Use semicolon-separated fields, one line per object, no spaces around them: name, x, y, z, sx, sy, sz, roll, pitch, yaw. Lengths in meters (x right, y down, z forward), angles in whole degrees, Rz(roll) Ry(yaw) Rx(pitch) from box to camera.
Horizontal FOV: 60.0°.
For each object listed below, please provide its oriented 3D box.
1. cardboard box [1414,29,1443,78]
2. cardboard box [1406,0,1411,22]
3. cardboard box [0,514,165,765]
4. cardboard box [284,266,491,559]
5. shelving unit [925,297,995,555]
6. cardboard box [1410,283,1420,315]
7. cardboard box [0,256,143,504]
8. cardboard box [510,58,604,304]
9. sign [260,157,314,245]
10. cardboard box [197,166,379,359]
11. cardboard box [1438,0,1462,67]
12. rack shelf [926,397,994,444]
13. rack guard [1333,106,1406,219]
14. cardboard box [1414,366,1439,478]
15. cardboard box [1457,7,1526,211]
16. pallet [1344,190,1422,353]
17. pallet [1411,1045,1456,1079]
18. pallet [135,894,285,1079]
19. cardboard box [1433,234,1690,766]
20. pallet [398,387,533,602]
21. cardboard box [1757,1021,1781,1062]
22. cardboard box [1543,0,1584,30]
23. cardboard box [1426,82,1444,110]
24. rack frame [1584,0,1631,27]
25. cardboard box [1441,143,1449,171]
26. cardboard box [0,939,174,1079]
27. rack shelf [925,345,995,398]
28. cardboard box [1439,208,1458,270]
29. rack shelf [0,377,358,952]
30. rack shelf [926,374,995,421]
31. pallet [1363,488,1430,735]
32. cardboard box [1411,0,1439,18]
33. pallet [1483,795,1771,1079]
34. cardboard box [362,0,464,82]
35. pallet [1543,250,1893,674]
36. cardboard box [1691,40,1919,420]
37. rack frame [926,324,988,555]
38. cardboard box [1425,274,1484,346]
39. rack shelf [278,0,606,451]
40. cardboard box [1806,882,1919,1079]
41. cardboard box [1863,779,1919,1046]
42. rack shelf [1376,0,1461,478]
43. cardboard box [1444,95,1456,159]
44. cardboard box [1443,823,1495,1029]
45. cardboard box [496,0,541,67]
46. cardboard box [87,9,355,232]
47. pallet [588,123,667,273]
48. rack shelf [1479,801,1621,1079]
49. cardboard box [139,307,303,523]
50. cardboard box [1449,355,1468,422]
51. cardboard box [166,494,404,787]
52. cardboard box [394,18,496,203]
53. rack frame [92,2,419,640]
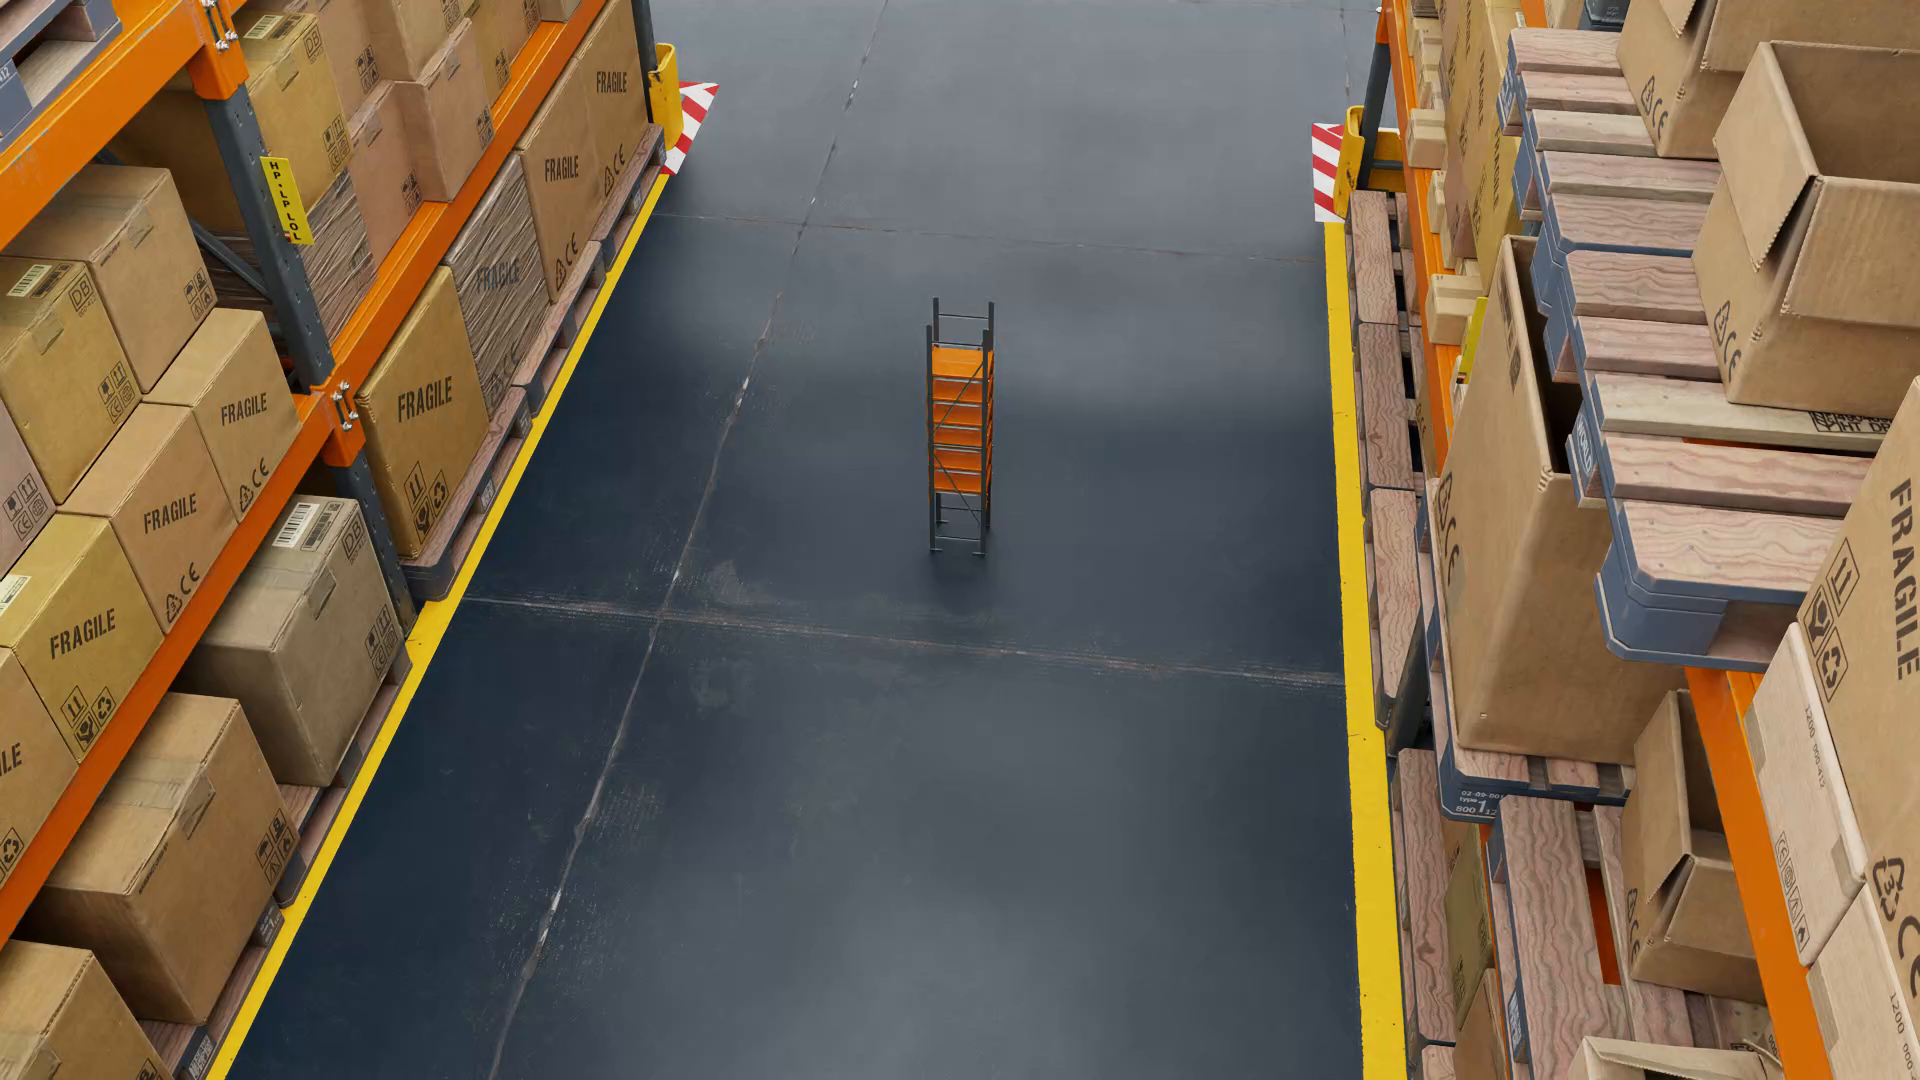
cardboard box;2.285;-2.200;7.597;0.380;0.149;0.250;5;44;6
cardboard box;2.346;-2.541;7.957;0.380;0.149;0.250;5;44;6
cardboard box;-2.698;0.265;4.738;0.500;0.500;0.500;6;44;6
cardboard box;-2.608;-0.570;6.933;0.875;0.875;0.875;6;44;6
shelving unit;0.002;-0.446;6.870;0.258;1.200;0.189;5;44;6
cardboard box;2.528;-1.384;8.065;0.500;0.500;0.500;16;46;16
cardboard box;-2.886;-0.477;4.794;0.700;0.500;0.500;5;44;5
cardboard box;-2.370;-1.806;8.238;0.875;0.875;0.875;5;44;5
sign;-2.221;-1.116;5.485;0.100;0.325;0.005;5;44;6
cardboard box;-2.723;-1.074;6.116;0.875;0.550;0.550;5;44;6
cardboard box;2.131;-2.109;6.301;0.500;0.500;0.500;5;44;6
rack shelf;0.002;-0.500;6.818;0.258;0.103;0.180;5;44;6
rack guard;2.662;-2.014;9.036;1.175;0.500;0.348;5;44;6
cardboard box;2.308;-0.583;7.218;0.500;0.500;0.500;2;43;2
cardboard box;1.994;-1.427;5.582;0.500;0.500;0.500;5;44;6
pallet;2.519;-1.359;8.554;1.003;0.211;1.213;5;44;6
pallet;1.883;2.130;4.870;1.003;0.211;1.213;5;44;6
pallet;-2.946;1.612;5.416;1.003;0.211;1.213;5;44;6
cardboard box;1.899;-0.089;4.443;1.000;1.000;1.000;6;44;6
pallet;-2.582;-0.266;7.399;1.003;0.211;1.213;5;44;6
cardboard box;2.064;1.259;3.564;0.500;0.250;0.500;4;44;4
cardboard box;1.944;-1.617;4.725;0.500;0.250;0.500;7;44;7
cardboard box;2.239;-1.857;7.235;0.380;0.149;0.250;5;44;6
rack frame;2.143;-2.426;3.289;1.000;3.000;0.127;5;44;6
cardboard box;2.202;-1.514;6.872;0.380;0.149;0.250;5;44;6
cardboard box;-3.007;1.620;4.710;1.050;0.750;0.750;6;44;6
rack shelf;0.002;-0.675;6.653;0.258;0.103;0.180;5;44;6
cardboard box;2.094;-1.177;6.516;0.380;0.149;0.250;5;44;6
rack shelf;-3.025;0.857;4.709;1.077;0.370;4.000;5;44;6
rack shelf;0.002;-0.588;6.736;0.258;0.103;0.180;5;44;6
pallet;2.197;0.304;6.797;1.003;0.211;1.213;5;44;6
cardboard box;2.572;-2.746;7.701;0.875;0.500;0.500;5;44;6
pallet;1.835;1.195;3.968;1.003;0.211;1.213;5;44;6
cardboard box;-2.512;-2.203;6.523;0.875;0.550;0.550;5;44;6
pallet;1.822;-0.150;3.204;1.213;0.211;1.003;5;44;6
cardboard box;1.859;-0.573;3.134;0.797;0.503;0.637;7;44;7
rack frame;-0.010;-0.383;6.804;0.240;1.200;0.006;5;44;6
cardboard box;1.938;-0.844;6.165;0.380;0.149;0.250;5;44;6
rack shelf;-2.496;-1.869;7.588;1.077;0.370;4.000;5;44;6
cardboard box;1.486;0.758;2.217;0.500;0.250;0.500;5;44;5
cardboard box;1.486;0.473;1.973;0.500;0.500;0.500;5;44;5
rack shelf;2.407;-1.349;7.039;1.077;0.370;4.000;5;44;6
cardboard box;2.438;-1.717;6.615;0.875;0.500;0.500;5;44;6
cardboard box;1.959;1.240;5.279;0.700;0.500;0.500;5;44;5
cardboard box;-2.485;-2.544;7.668;0.875;0.550;0.550;5;44;6
cardboard box;-2.677;-1.462;5.740;0.875;0.550;0.550;5;44;6
pallet;-2.260;-1.929;9.156;1.003;0.211;1.213;5;44;6
rack shelf;1.879;1.377;4.160;1.077;0.370;4.000;5;44;6
cardboard box;-2.564;-0.424;5.465;0.500;0.500;0.500;5;44;5
cardboard box;1.922;-0.499;5.800;0.380;0.149;0.250;5;44;6
cardboard box;-2.753;0.328;6.074;1.050;0.750;0.750;5;44;5
cardboard box;-2.485;-1.808;6.891;0.875;0.550;0.550;5;44;6
rack frame;-2.760;-0.767;5.901;1.000;3.000;0.127;5;44;6
